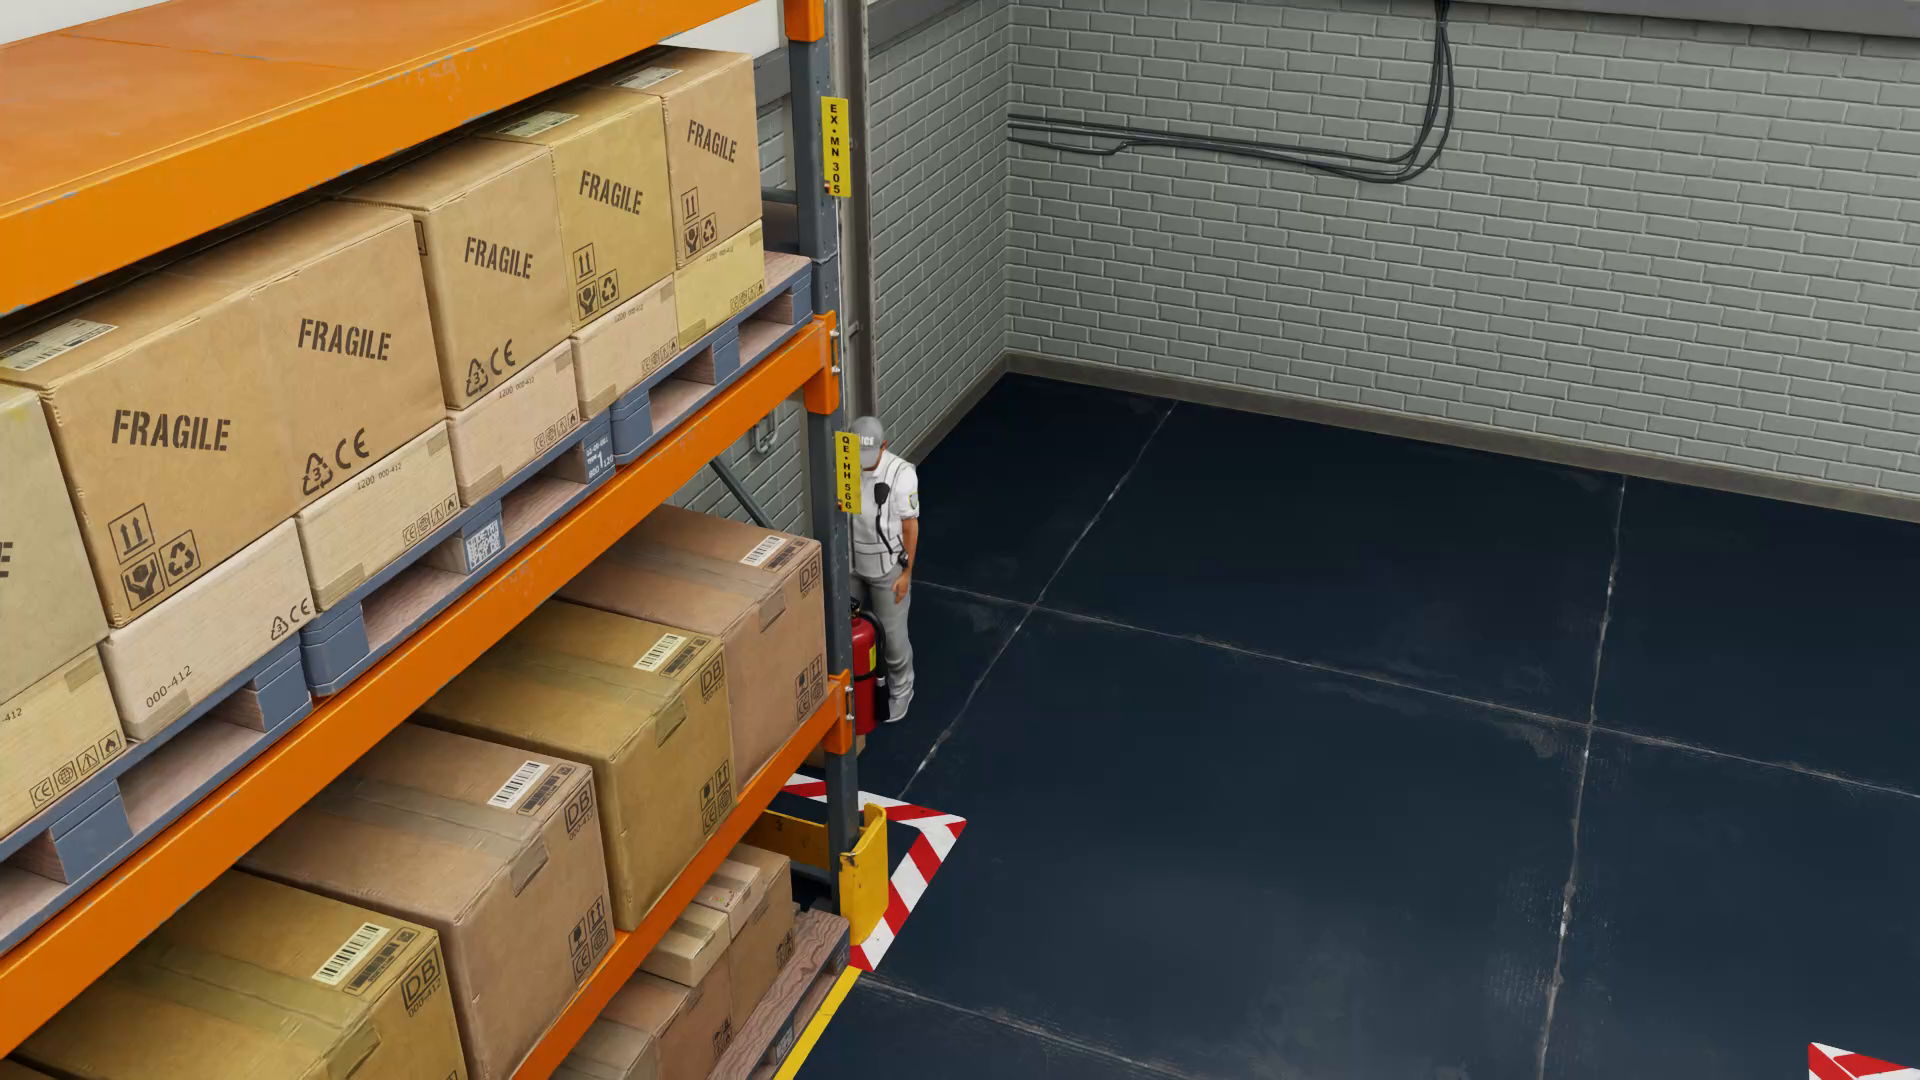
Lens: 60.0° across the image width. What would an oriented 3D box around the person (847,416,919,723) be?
[{"bbox_3d":[-0.431,0.137,8.175,0.476,1.650,0.378,12,32,20],"label":"person"}]
